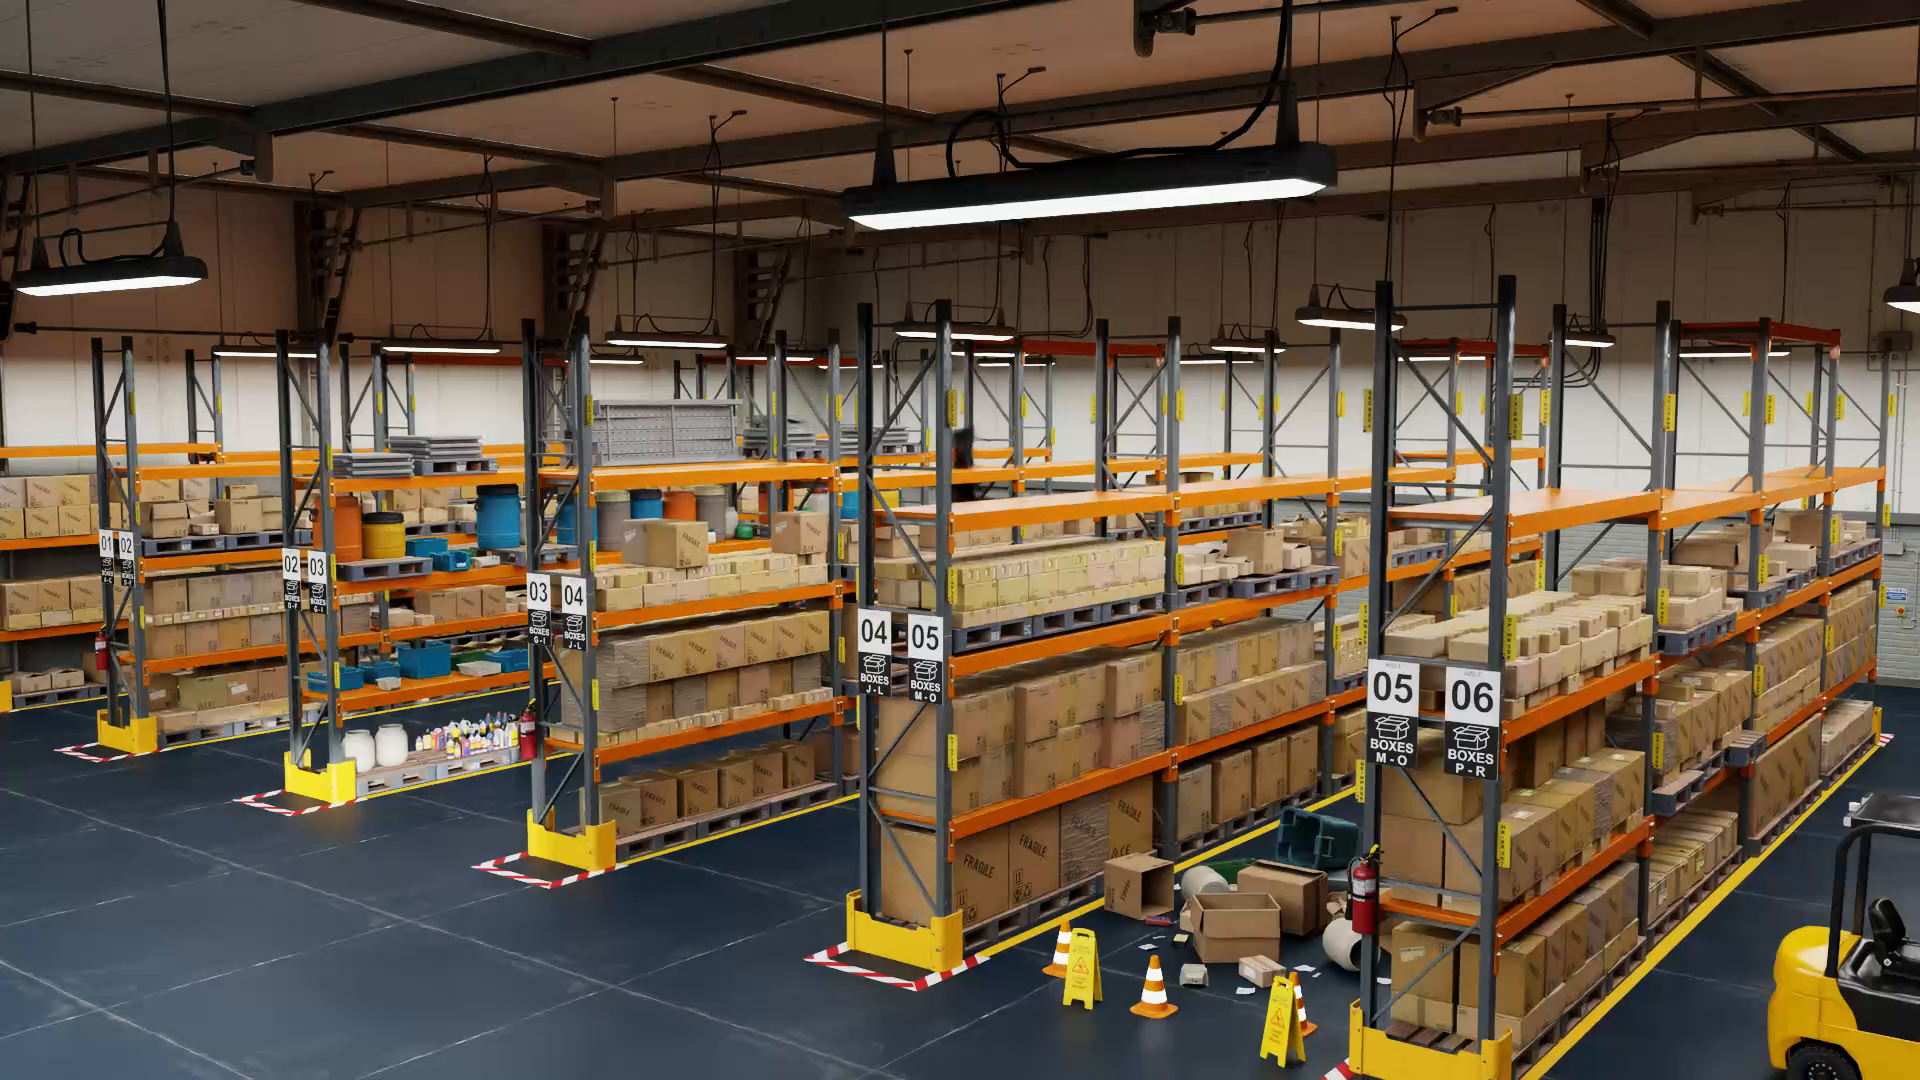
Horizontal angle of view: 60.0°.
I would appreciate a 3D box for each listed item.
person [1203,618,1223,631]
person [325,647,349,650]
[{"bbox_3d":[4.140,2.003,26.669,0.715,1.719,0.643,2,5,24],"label":"person"},{"bbox_3d":[-10.743,1.805,28.732,0.762,1.849,0.718,3,6,34],"label":"person"}]
